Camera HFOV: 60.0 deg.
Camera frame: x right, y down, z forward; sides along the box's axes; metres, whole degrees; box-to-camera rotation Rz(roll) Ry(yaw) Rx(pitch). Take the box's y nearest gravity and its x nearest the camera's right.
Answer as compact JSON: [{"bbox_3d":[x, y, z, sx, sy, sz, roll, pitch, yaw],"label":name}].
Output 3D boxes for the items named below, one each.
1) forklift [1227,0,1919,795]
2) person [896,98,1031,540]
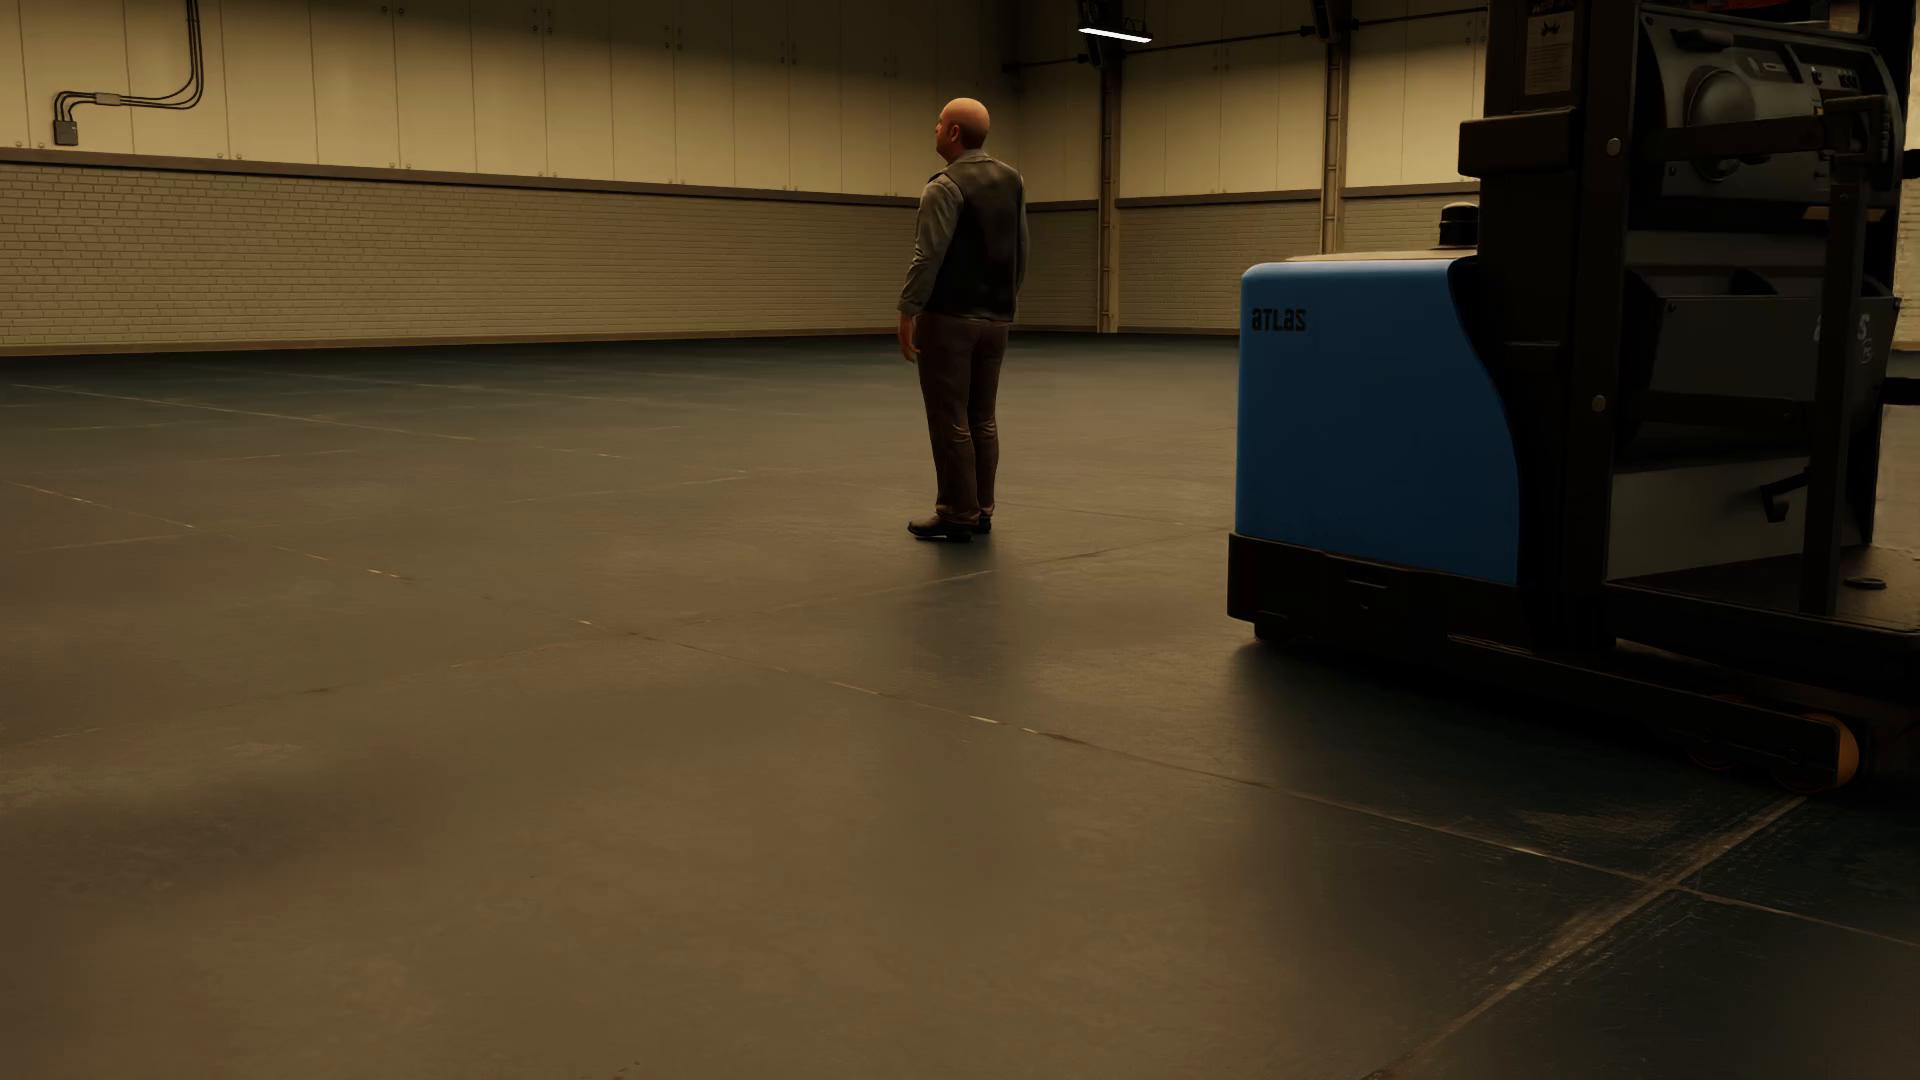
[{"bbox_3d":[1.984,-1.018,3.635,1.130,2.935,3.031,-5,10,-32],"label":"forklift"},{"bbox_3d":[-0.039,-0.866,6.636,0.568,1.720,0.632,8,12,43],"label":"person"}]
